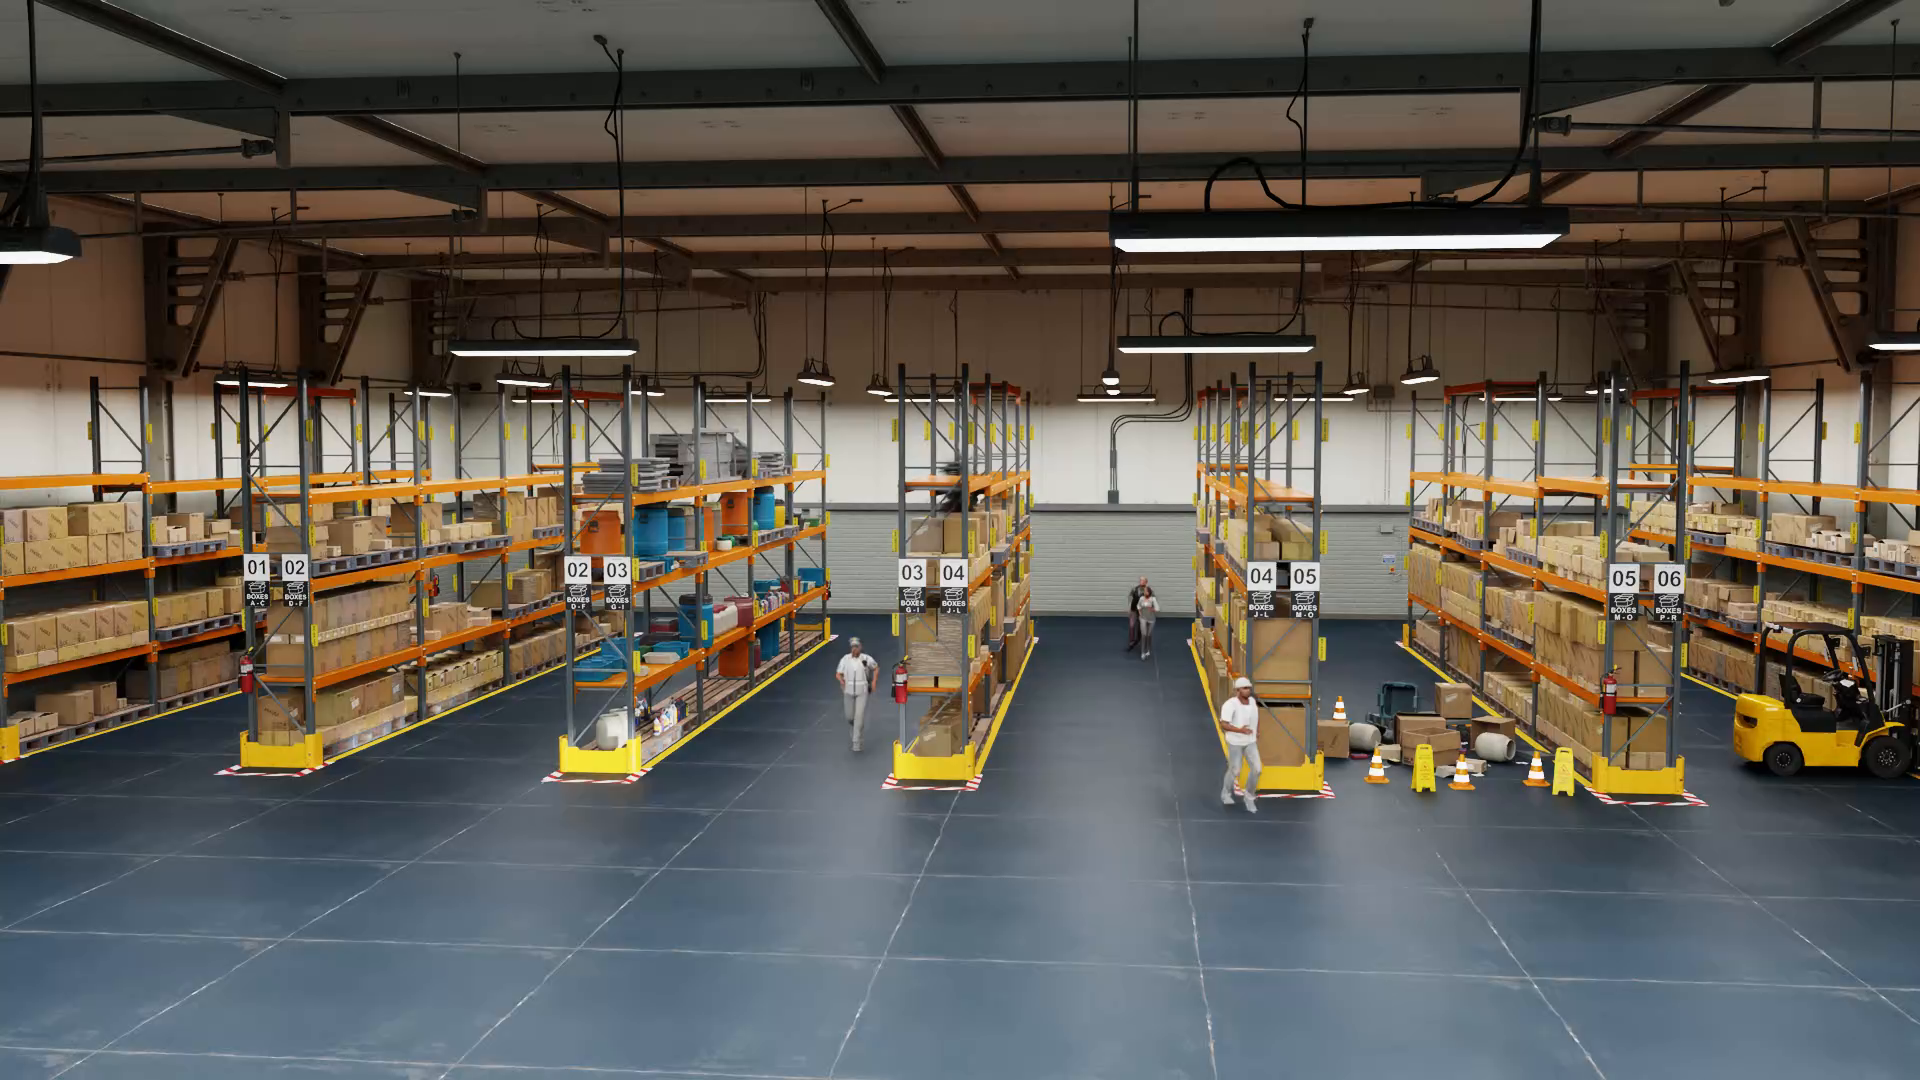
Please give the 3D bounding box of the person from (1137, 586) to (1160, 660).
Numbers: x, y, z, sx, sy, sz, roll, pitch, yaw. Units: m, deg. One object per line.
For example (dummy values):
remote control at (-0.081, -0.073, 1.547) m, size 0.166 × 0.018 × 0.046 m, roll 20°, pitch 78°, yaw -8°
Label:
person at (4.175, 1.847, 36.910) m, size 0.508 × 1.650 × 0.716 m, roll 1°, pitch 4°, yaw 9°

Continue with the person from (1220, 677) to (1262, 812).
person at (3.760, 2.726, 22.057) m, size 0.722 × 1.831 × 0.736 m, roll -2°, pitch 4°, yaw -25°

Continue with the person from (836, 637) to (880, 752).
person at (-1.642, 2.426, 26.542) m, size 0.677 × 1.763 × 0.965 m, roll 0°, pitch 4°, yaw 5°

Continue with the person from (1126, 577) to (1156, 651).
person at (4.207, 1.682, 38.501) m, size 0.684 × 1.682 × 0.920 m, roll 1°, pitch 4°, yaw 14°
